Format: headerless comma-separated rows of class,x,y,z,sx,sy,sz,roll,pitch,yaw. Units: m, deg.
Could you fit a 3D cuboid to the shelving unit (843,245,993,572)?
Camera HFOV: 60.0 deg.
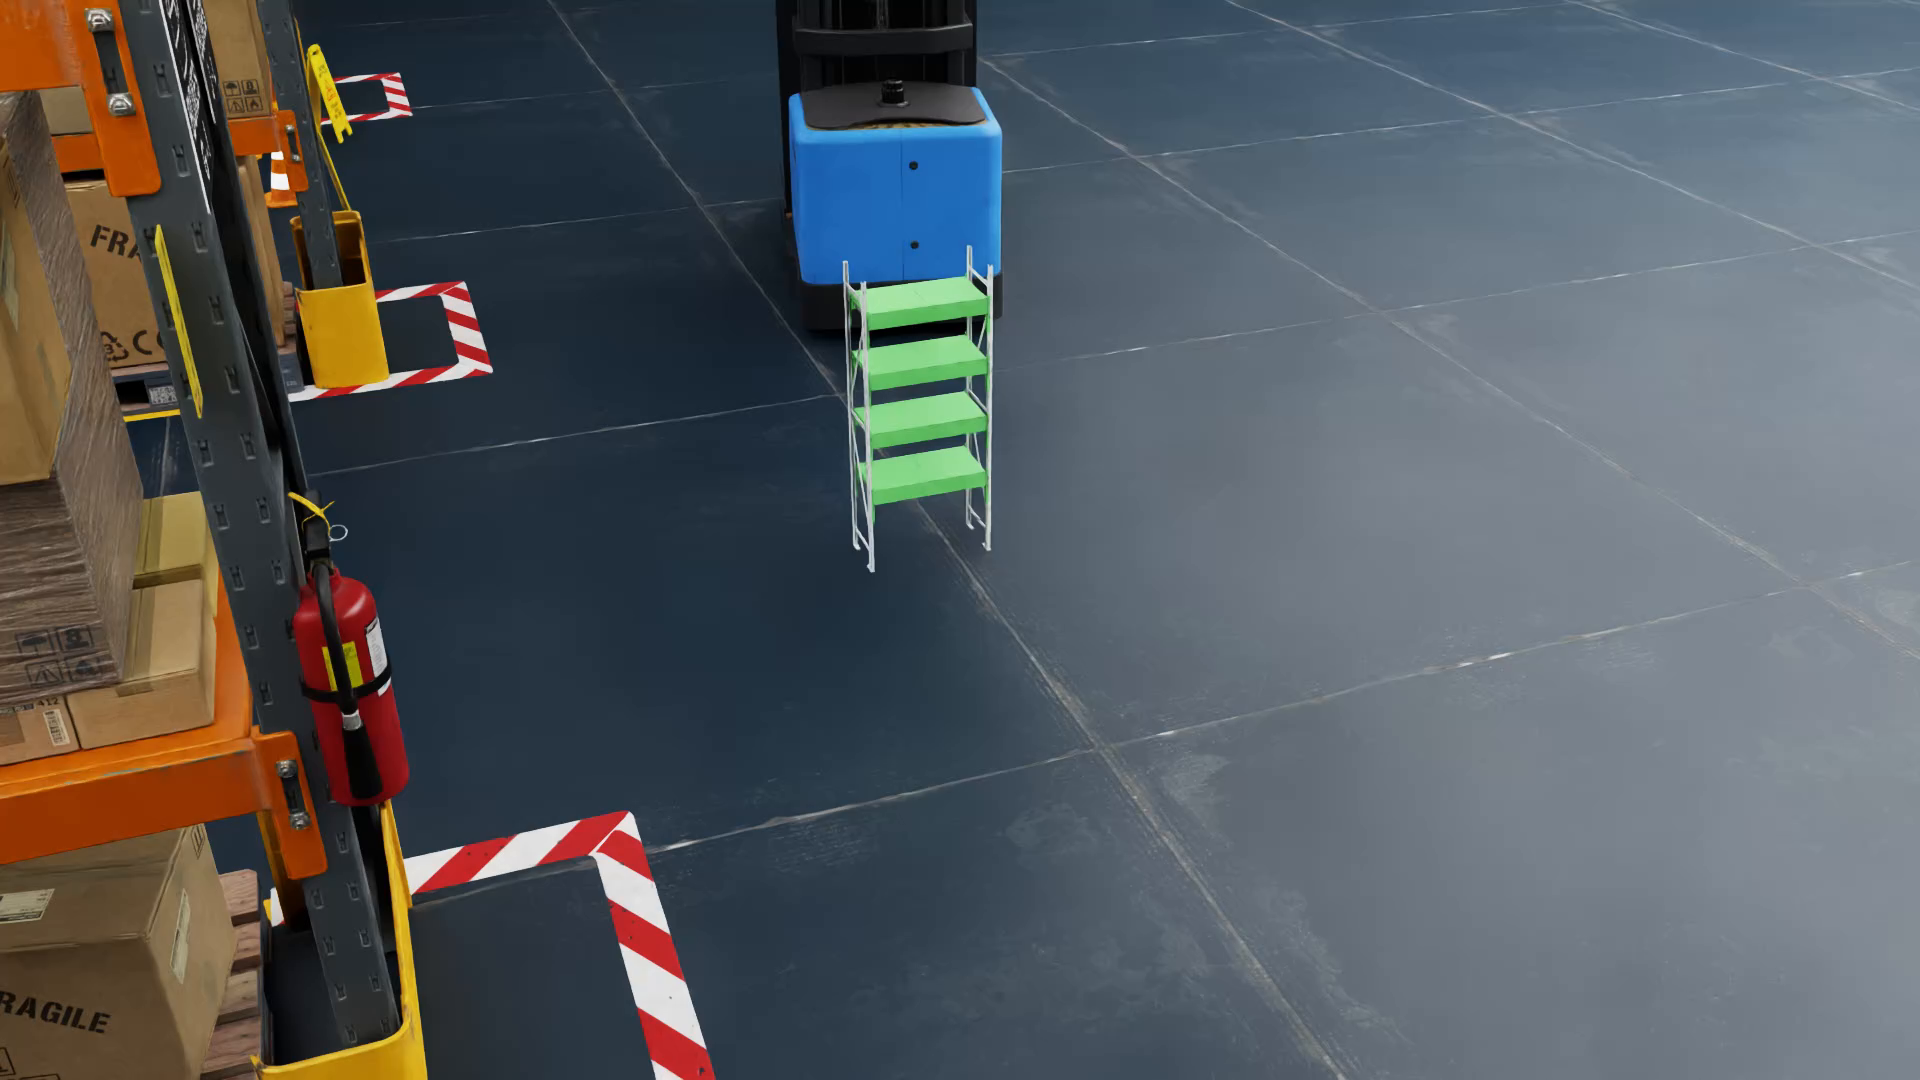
shelving unit,-0.155,-0.493,6.403,0.503,1.200,0.258,-10,31,-18

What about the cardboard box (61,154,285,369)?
cardboard box,-3.780,-1.428,7.949,0.875,0.875,0.875,-10,31,-17

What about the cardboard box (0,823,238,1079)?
cardboard box,-2.124,1.005,4.056,0.500,0.500,0.500,-5,30,-8

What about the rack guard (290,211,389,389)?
rack guard,-3.145,-1.235,8.413,0.348,0.500,1.175,-10,31,-18

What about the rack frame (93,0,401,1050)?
rack frame,-1.533,0.002,3.717,0.127,3.000,1.000,-10,31,-18

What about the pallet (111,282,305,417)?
pallet,-3.890,-0.931,8.171,1.213,0.211,1.003,-10,31,-18

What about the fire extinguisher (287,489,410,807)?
fire extinguisher,-1.265,0.229,3.395,0.183,0.674,0.296,-10,31,-18

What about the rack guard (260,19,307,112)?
rack guard,-5.059,-3.497,12.383,0.348,0.500,1.175,-10,31,-18

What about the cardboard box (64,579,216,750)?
cardboard box,-1.728,0.256,3.525,0.250,0.149,0.380,-10,31,-18

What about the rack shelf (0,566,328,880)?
rack shelf,-3.407,0.660,3.289,4.000,0.370,1.077,-10,31,-18

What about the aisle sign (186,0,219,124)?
aisle sign,-1.579,-1.278,3.336,0.004,0.787,0.394,-10,31,-18

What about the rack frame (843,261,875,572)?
rack frame,-0.384,-0.451,6.329,0.015,1.200,0.240,-10,31,-18

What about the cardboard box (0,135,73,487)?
cardboard box,-1.962,-0.396,3.003,0.500,0.500,0.500,-10,31,-18

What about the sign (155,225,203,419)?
sign,-1.358,-0.378,2.894,0.005,0.325,0.100,-10,31,-18

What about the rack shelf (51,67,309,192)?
rack shelf,-5.042,-1.659,7.359,4.000,0.370,1.077,-10,31,-18

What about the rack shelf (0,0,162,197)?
rack shelf,-3.407,-0.644,2.546,4.000,0.370,1.077,-10,31,-18

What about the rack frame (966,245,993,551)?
rack frame,0.074,-0.535,6.477,0.015,1.200,0.240,-10,31,-18

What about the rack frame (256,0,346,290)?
rack frame,-3.167,-2.317,7.787,0.127,3.000,1.000,-10,31,-18

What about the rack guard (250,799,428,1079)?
rack guard,-1.604,1.101,4.313,0.348,0.500,1.175,-10,31,-18

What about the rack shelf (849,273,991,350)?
rack shelf,-0.155,-0.854,6.197,0.480,0.148,0.258,-10,31,-18

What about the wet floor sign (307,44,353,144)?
wet floor sign,-4.437,-3.109,11.556,0.232,0.644,0.267,0,30,0

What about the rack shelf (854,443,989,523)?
rack shelf,-0.155,-0.229,6.553,0.480,0.148,0.258,-10,31,-18

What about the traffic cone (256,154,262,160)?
traffic cone,-4.941,-2.821,11.234,0.334,0.463,0.336,-10,31,-18

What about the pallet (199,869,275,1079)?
pallet,-2.378,1.350,4.167,1.213,0.211,1.003,-10,31,-18

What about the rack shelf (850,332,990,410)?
rack shelf,-0.155,-0.646,6.316,0.480,0.148,0.258,-10,31,-18

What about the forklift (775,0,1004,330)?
forklift,-0.486,-3.055,9.151,1.130,2.935,3.031,-4,30,-7

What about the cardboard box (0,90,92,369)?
cardboard box,-2.143,-0.637,3.426,0.500,0.500,0.500,-10,31,-18

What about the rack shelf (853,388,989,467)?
rack shelf,-0.155,-0.437,6.434,0.480,0.148,0.258,-10,31,-18

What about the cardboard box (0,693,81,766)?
cardboard box,-1.962,0.299,3.449,0.250,0.149,0.380,-10,31,-18

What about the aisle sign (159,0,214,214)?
aisle sign,-1.370,-0.999,2.848,0.004,0.787,0.394,-10,31,-18

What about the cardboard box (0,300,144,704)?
cardboard box,-2.058,-0.089,3.474,0.500,0.500,0.875,-10,31,-18

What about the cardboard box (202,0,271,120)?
cardboard box,-3.499,-2.297,7.600,0.550,0.550,0.875,-10,31,-18

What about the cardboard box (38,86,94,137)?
cardboard box,-4.007,-2.192,7.416,0.550,0.550,0.875,-10,31,-18

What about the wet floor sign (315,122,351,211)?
wet floor sign,-3.831,-2.218,9.991,0.232,0.644,0.267,-16,33,-26

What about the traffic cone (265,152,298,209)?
traffic cone,-4.236,-2.365,10.433,0.334,0.463,0.336,-10,31,-18

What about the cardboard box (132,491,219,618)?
cardboard box,-1.883,0.049,3.887,0.250,0.149,0.380,-10,31,-18
